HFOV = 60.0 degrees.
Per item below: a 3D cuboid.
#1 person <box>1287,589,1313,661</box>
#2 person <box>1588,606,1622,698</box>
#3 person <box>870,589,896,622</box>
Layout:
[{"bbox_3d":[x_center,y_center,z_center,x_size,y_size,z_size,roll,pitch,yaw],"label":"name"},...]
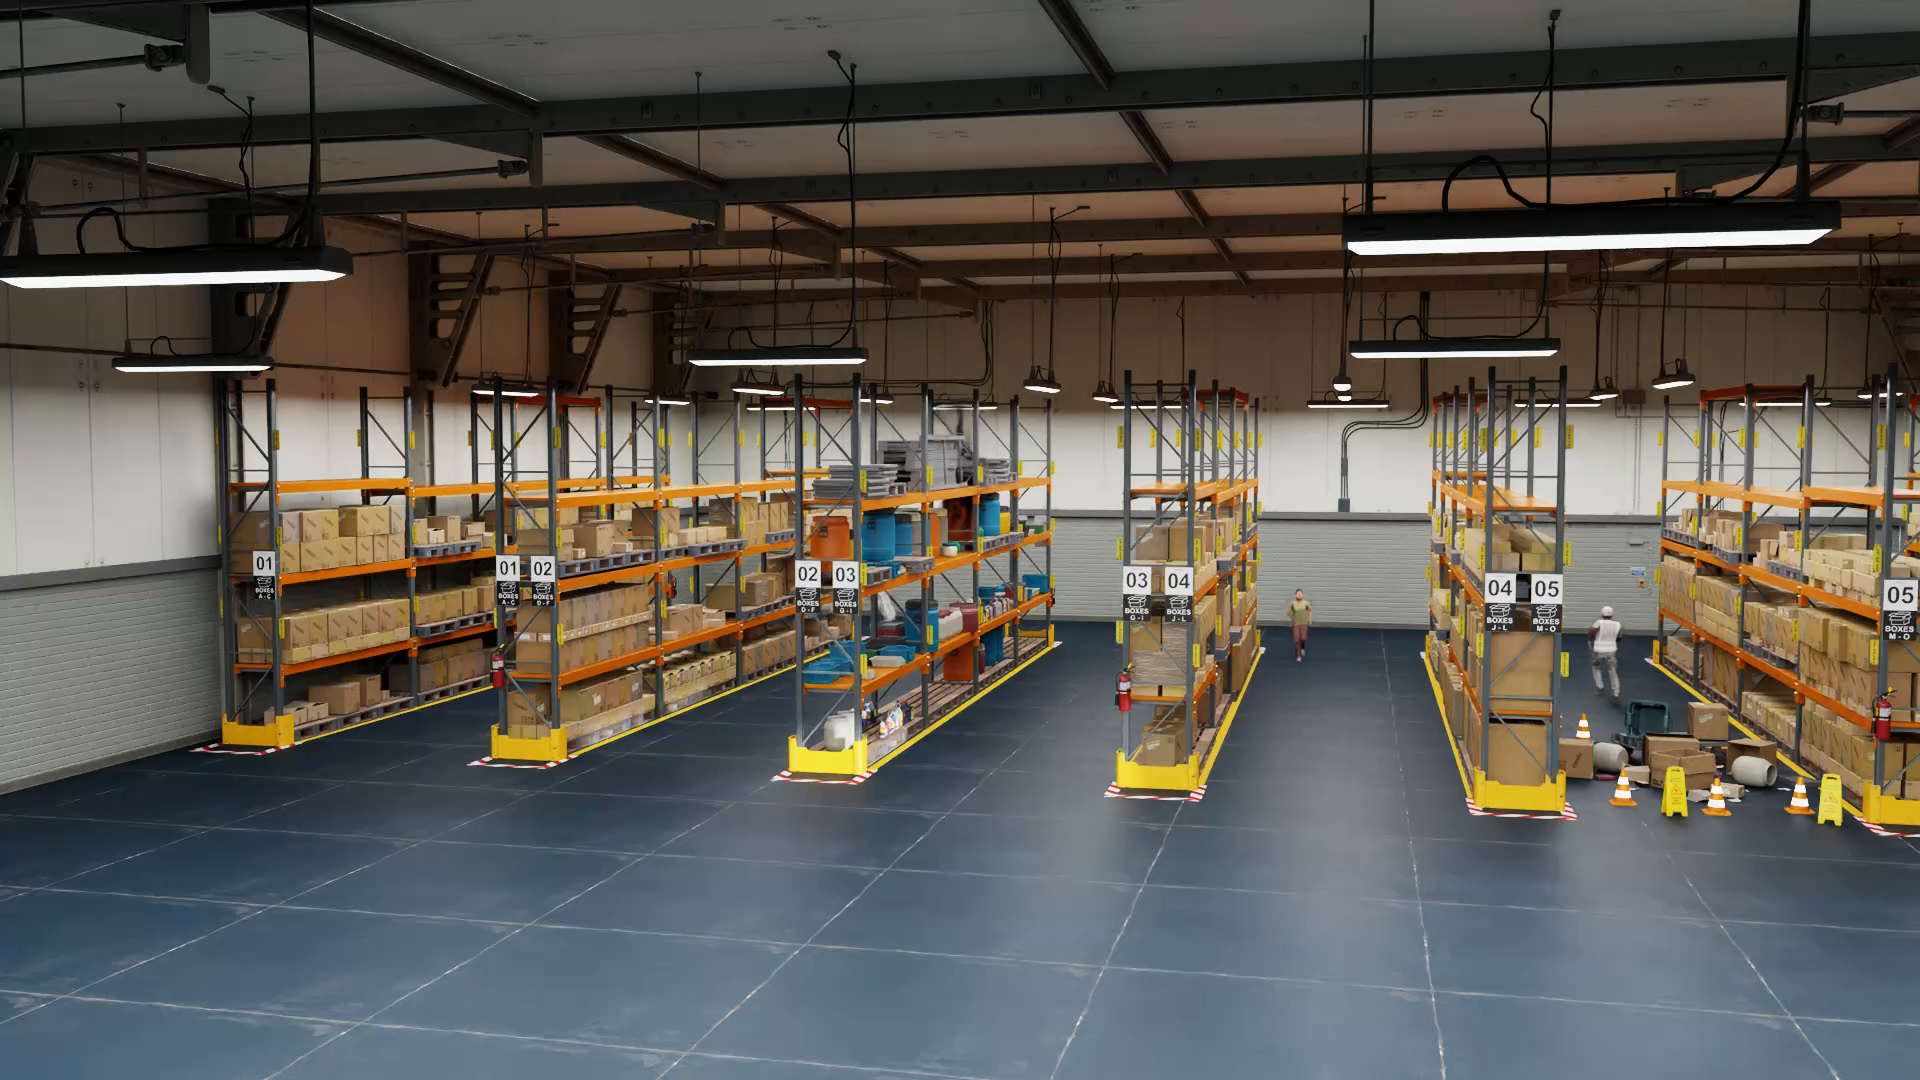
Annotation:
[{"bbox_3d":[7.695,1.940,37.672,0.574,1.612,0.540,1,3,12],"label":"person"},{"bbox_3d":[12.470,2.181,32.168,0.692,1.796,0.889,0,3,7],"label":"person"},{"bbox_3d":[-1.951,1.623,42.083,0.697,1.710,0.610,-3,4,-38],"label":"person"}]
